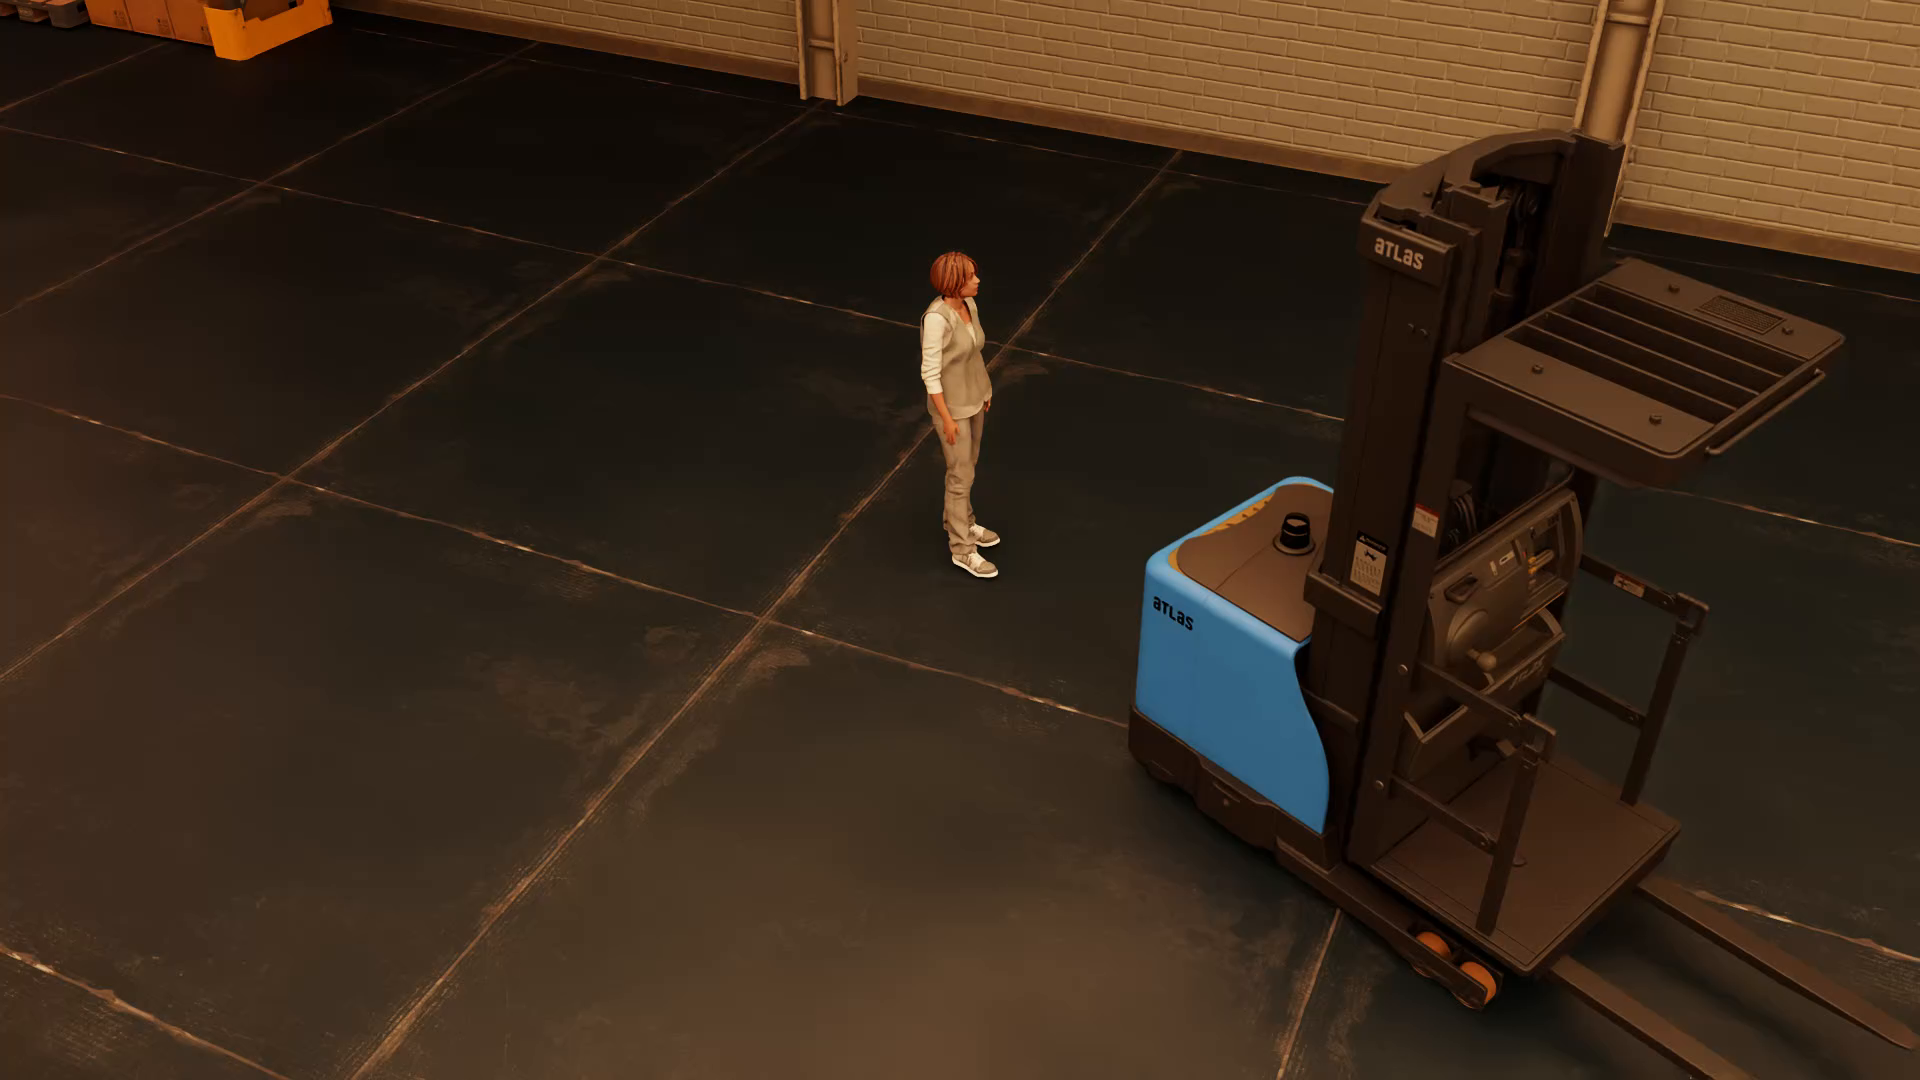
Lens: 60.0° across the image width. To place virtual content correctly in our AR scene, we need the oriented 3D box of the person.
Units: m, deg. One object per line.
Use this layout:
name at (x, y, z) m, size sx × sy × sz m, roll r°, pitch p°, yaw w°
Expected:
person at (0.061, -0.631, 8.107) m, size 0.475 × 1.597 × 0.520 m, roll 15°, pitch 38°, yaw 20°

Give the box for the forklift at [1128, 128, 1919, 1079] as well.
forklift at (2.086, 0.205, 5.799) m, size 1.130 × 2.935 × 3.031 m, roll -27°, pitch 44°, yaw -33°
